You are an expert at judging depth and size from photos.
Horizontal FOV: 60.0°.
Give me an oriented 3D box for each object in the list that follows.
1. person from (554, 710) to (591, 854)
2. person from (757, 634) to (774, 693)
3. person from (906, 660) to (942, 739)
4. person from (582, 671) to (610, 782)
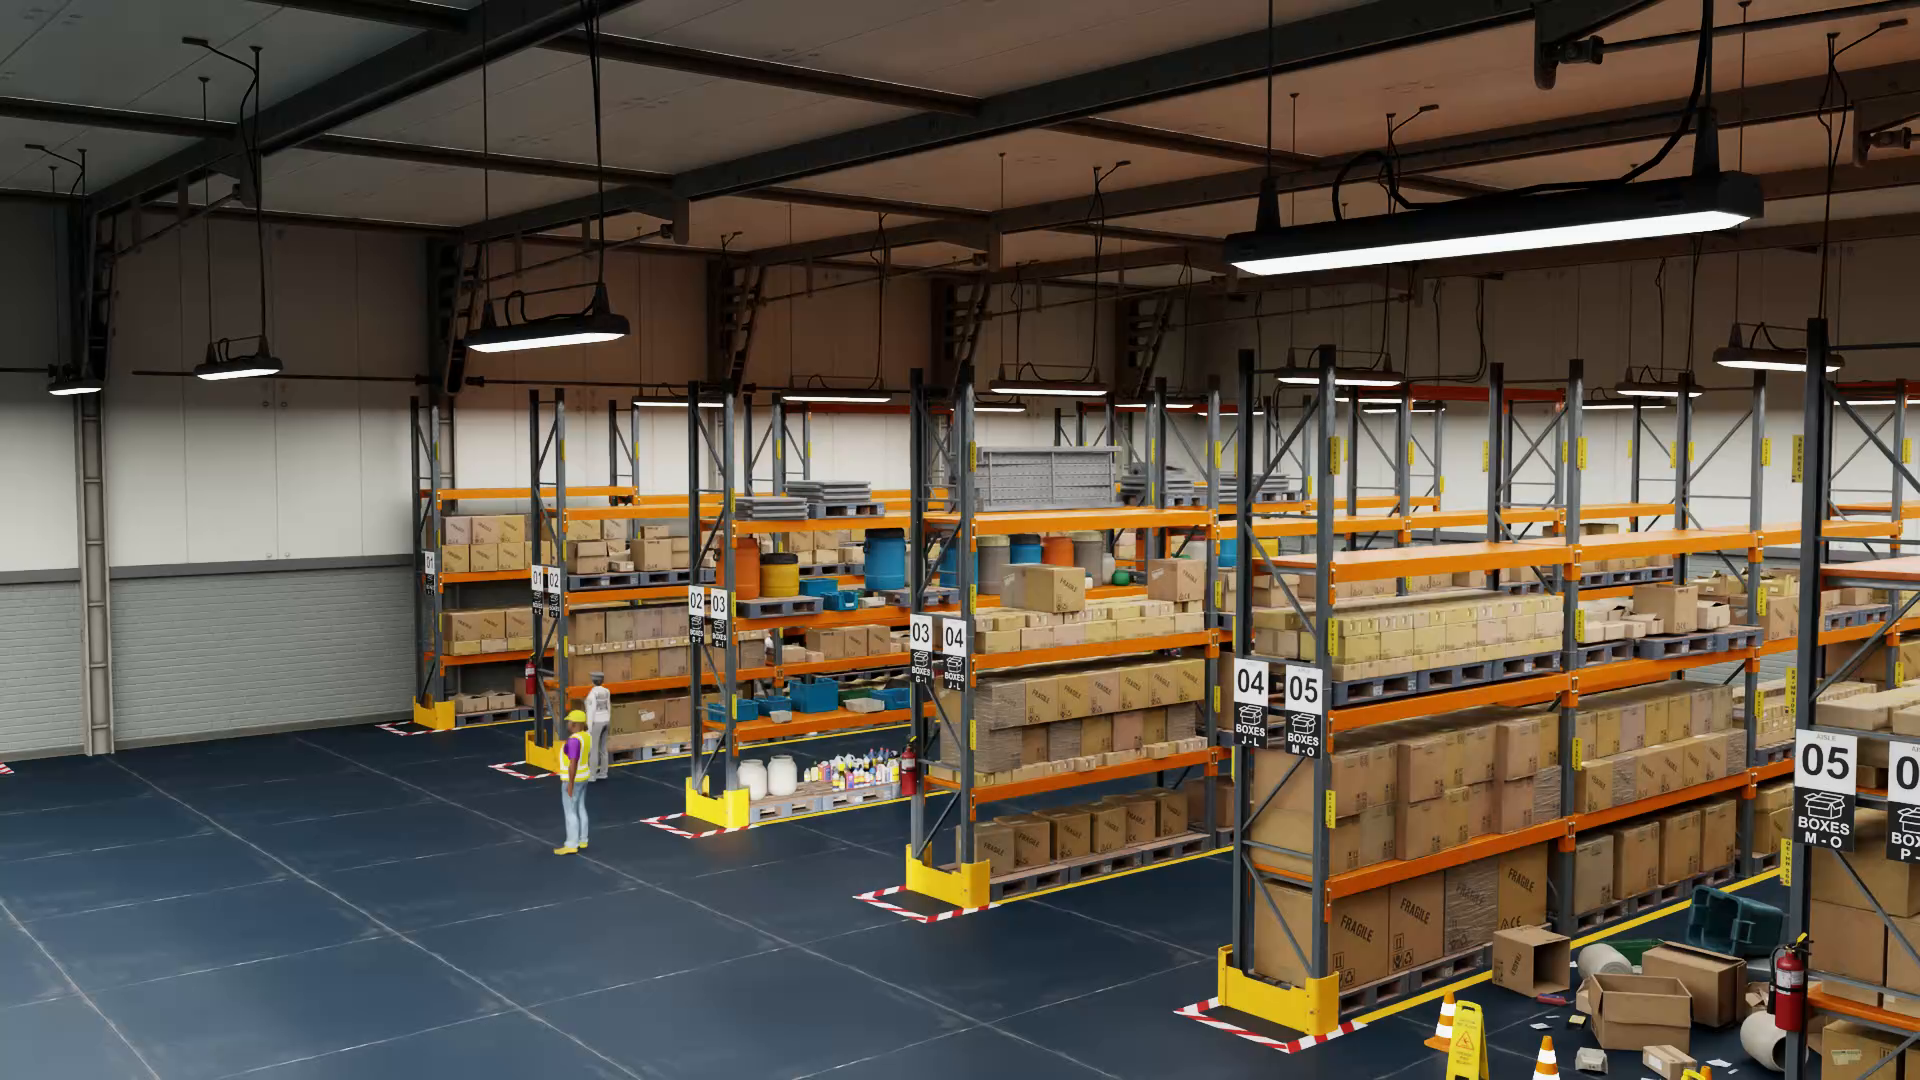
[{"bbox_3d":[-4.896,3.041,21.032,0.397,1.784,0.601,0,3,8],"label":"person"},{"bbox_3d":[-3.821,2.408,32.635,0.550,1.704,0.466,-2,4,-27],"label":"person"},{"bbox_3d":[-0.610,2.574,29.042,0.416,1.793,0.673,2,4,35],"label":"person"},{"bbox_3d":[-5.545,2.830,25.328,0.395,1.674,0.517,1,4,21],"label":"person"}]
